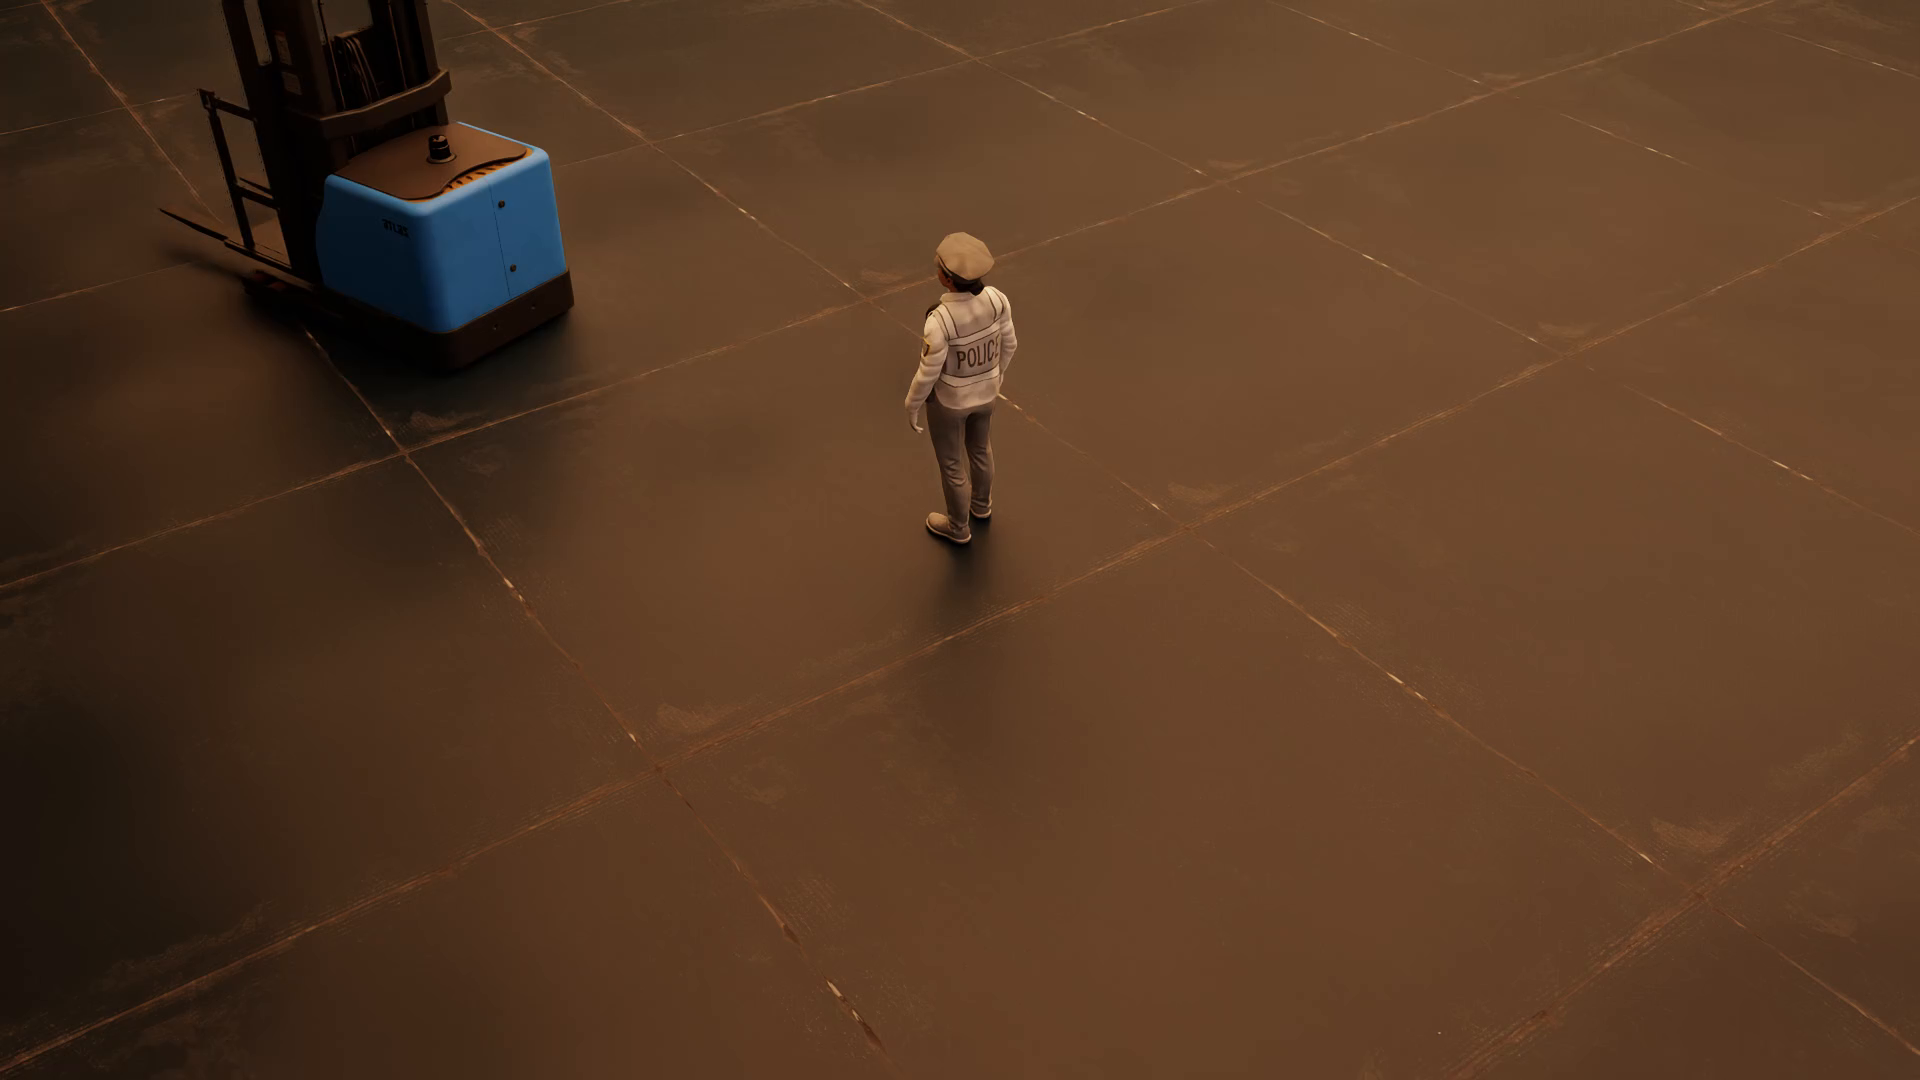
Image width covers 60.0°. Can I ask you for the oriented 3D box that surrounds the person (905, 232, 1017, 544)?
[{"bbox_3d":[-0.034,-0.723,7.951,0.586,1.694,0.530,-23,42,-28],"label":"person"}]

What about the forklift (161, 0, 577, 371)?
[{"bbox_3d":[-3.858,-2.843,9.790,3.031,2.935,1.130,23,42,27],"label":"forklift"}]
